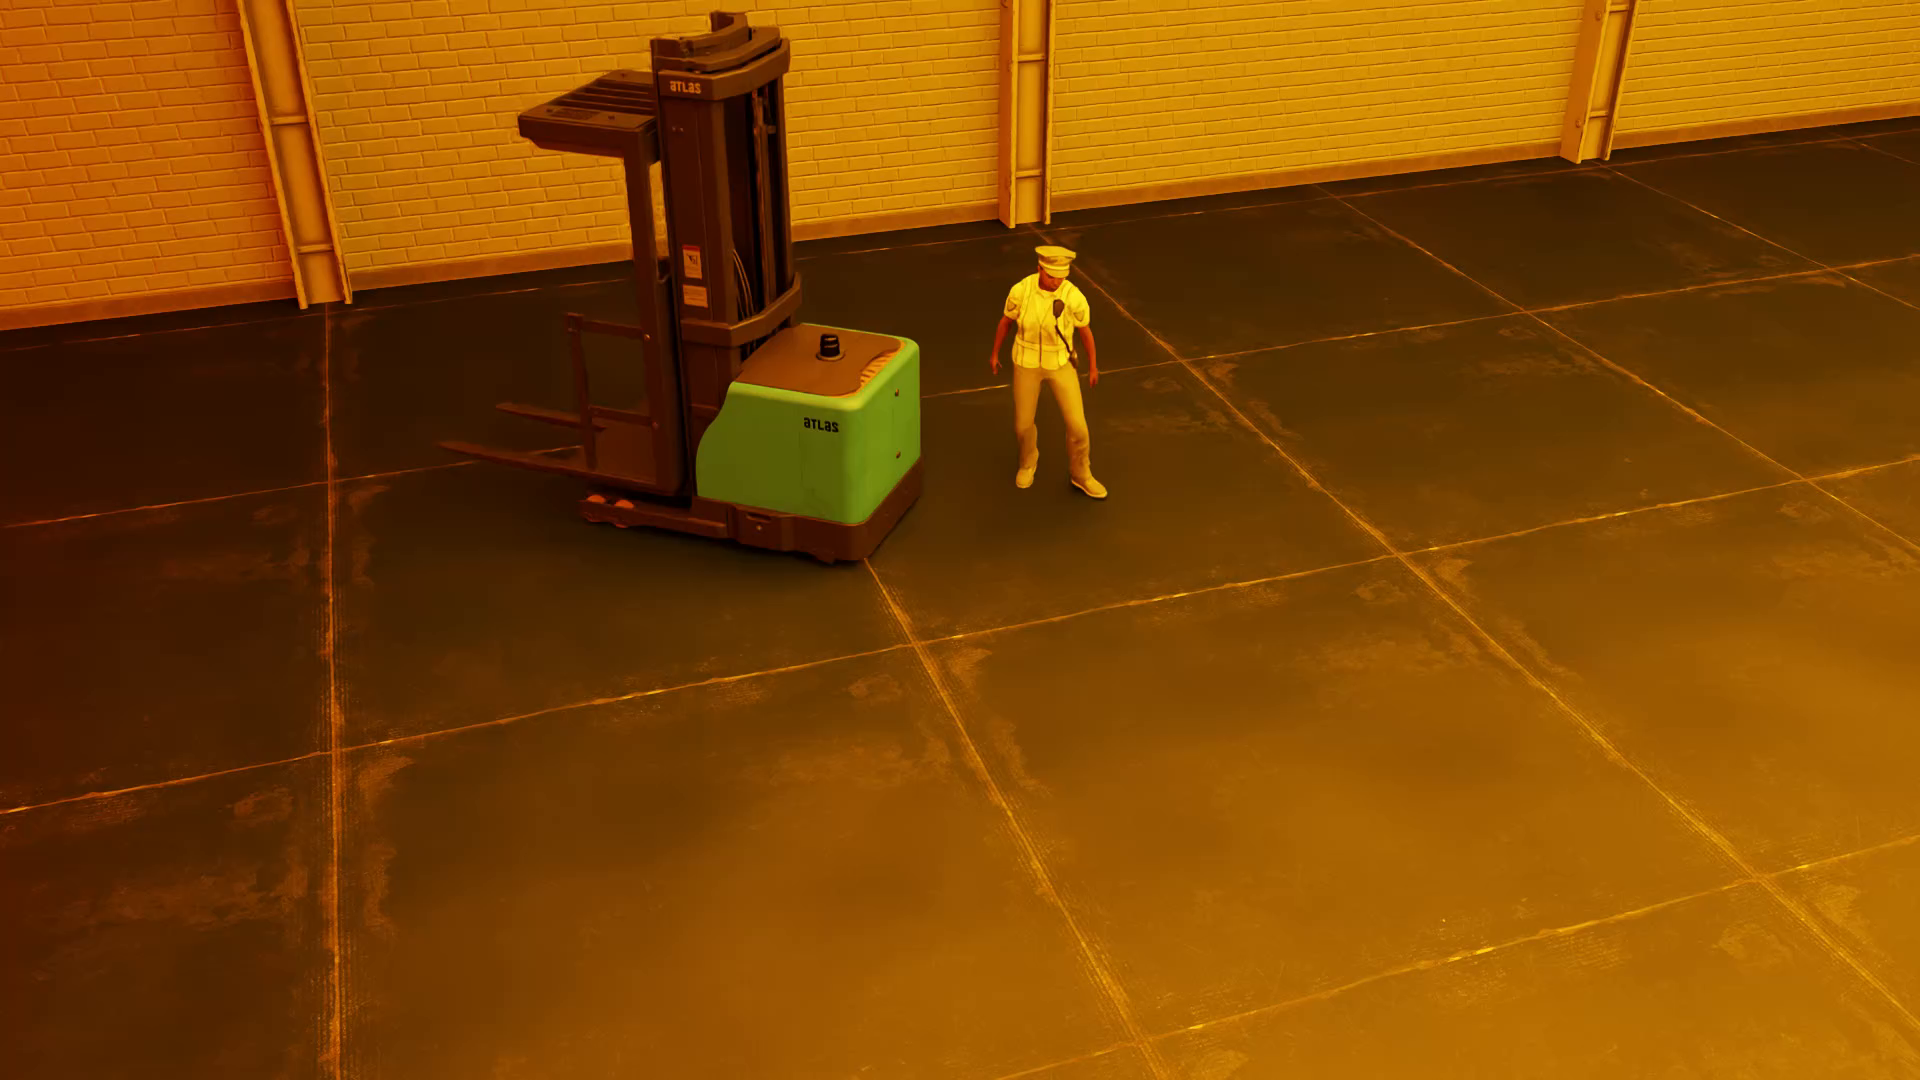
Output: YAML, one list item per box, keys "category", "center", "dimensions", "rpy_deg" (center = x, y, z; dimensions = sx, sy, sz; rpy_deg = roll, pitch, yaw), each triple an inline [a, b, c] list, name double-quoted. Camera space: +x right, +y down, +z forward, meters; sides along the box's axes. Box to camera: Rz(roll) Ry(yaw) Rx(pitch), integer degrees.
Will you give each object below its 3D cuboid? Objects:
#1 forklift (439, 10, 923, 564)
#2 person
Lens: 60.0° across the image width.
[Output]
- category: "forklift"
  center: [-1.802, -1.578, 9.830]
  dimensions: [3.031, 2.935, 1.130]
  rpy_deg: [10, 32, 18]
- category: "person"
  center: [0.557, -1.053, 10.247]
  dimensions: [0.801, 1.632, 0.418]
  rpy_deg: [6, 30, 11]
